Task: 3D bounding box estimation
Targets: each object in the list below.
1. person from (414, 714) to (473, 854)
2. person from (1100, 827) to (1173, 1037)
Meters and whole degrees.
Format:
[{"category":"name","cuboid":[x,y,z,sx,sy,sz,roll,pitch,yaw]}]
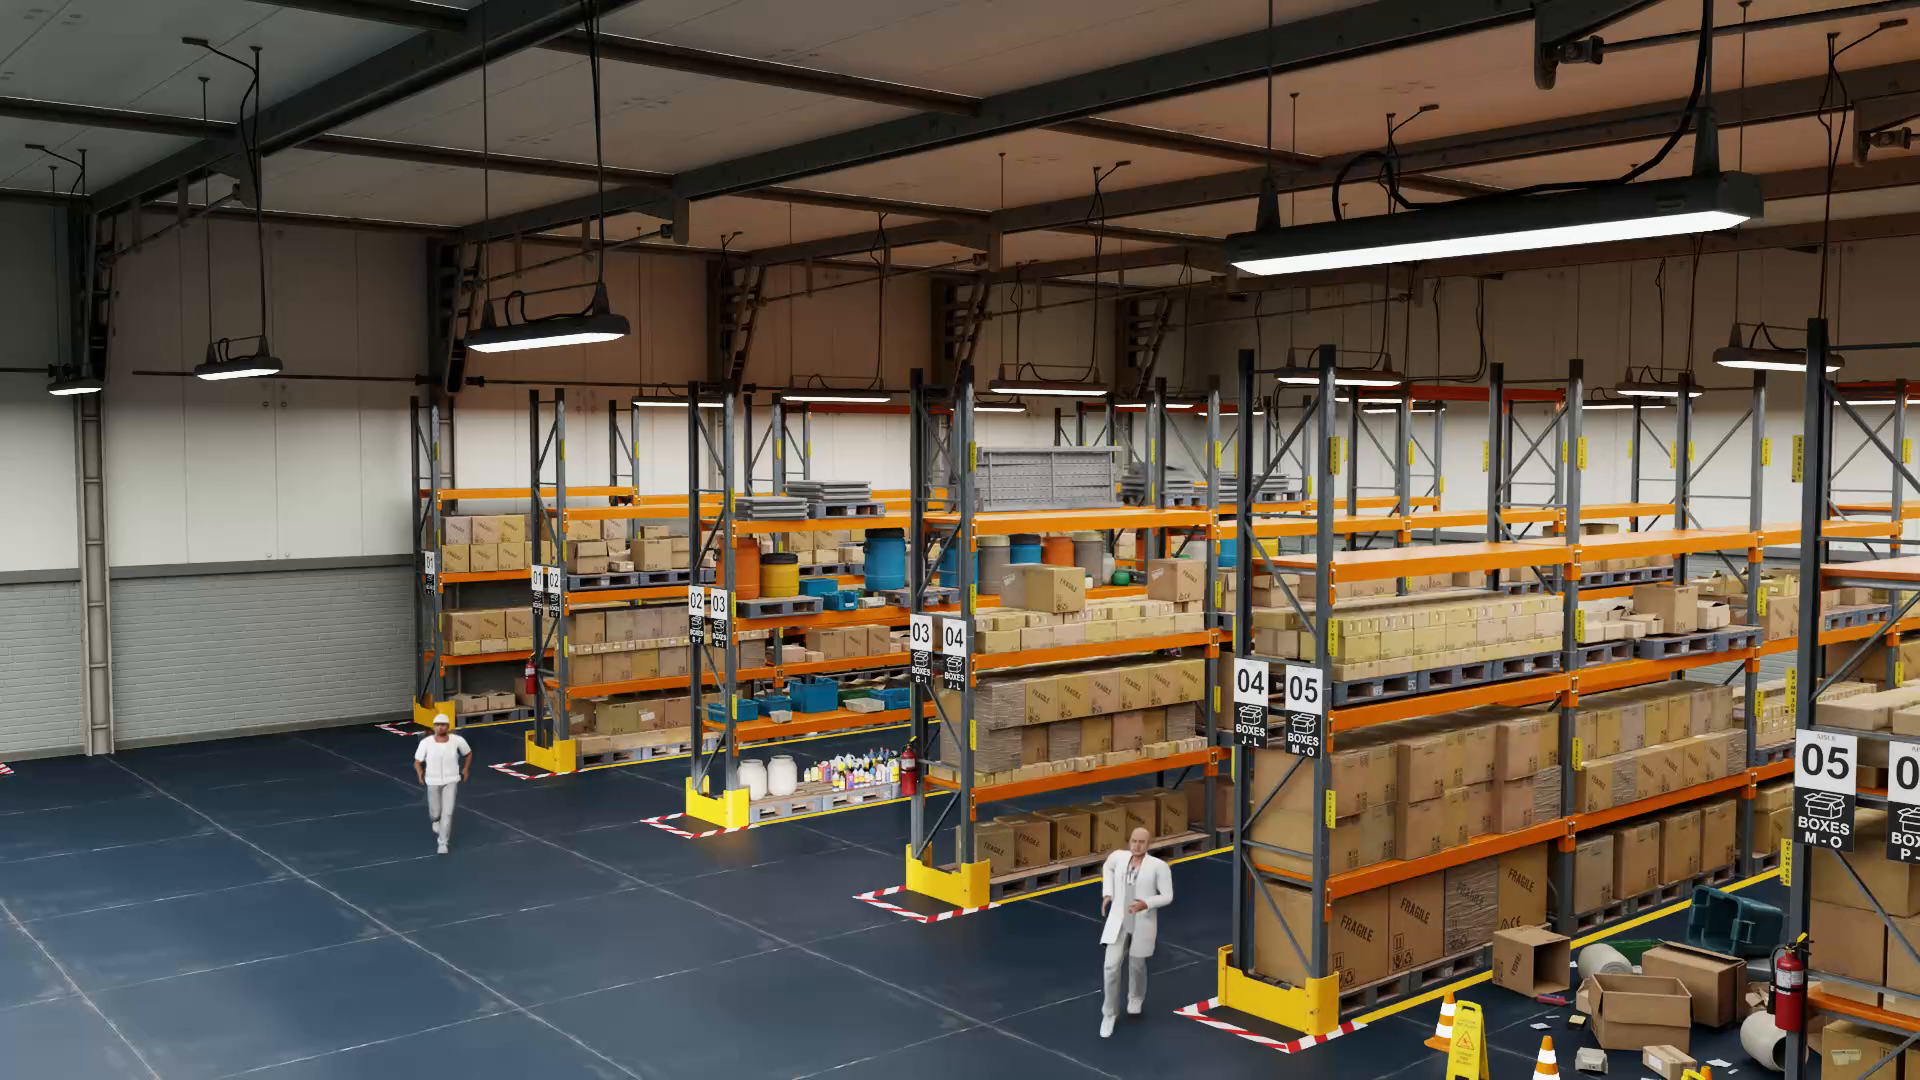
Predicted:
[{"category":"person","cuboid":[-6.542,3.068,21.076,0.712,1.733,0.832,-1,3,-15]},{"category":"person","cuboid":[1.556,3.431,14.734,0.693,1.815,0.847,1,4,19]}]
